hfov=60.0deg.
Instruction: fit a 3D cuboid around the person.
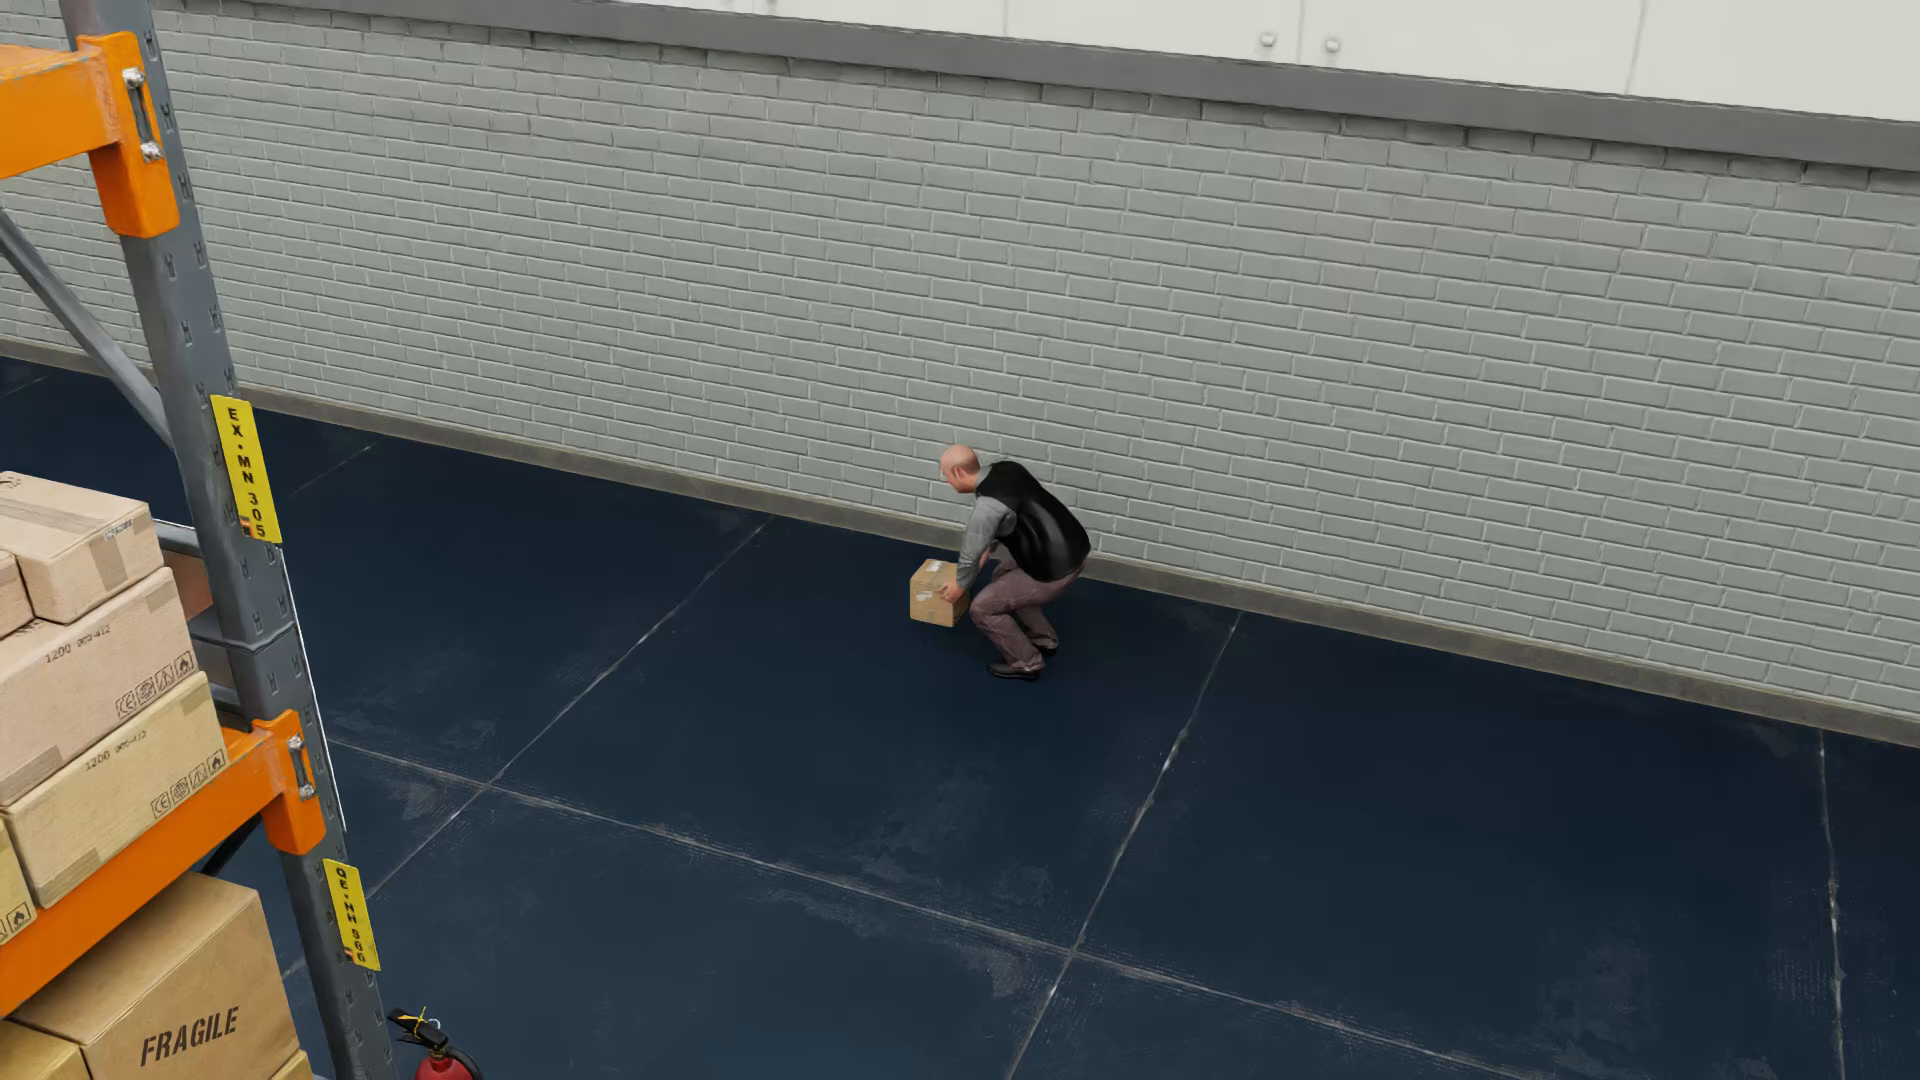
[{"bbox_3d":[0.269,0.118,8.690,0.779,1.261,0.586,11,31,19],"label":"person"}]
